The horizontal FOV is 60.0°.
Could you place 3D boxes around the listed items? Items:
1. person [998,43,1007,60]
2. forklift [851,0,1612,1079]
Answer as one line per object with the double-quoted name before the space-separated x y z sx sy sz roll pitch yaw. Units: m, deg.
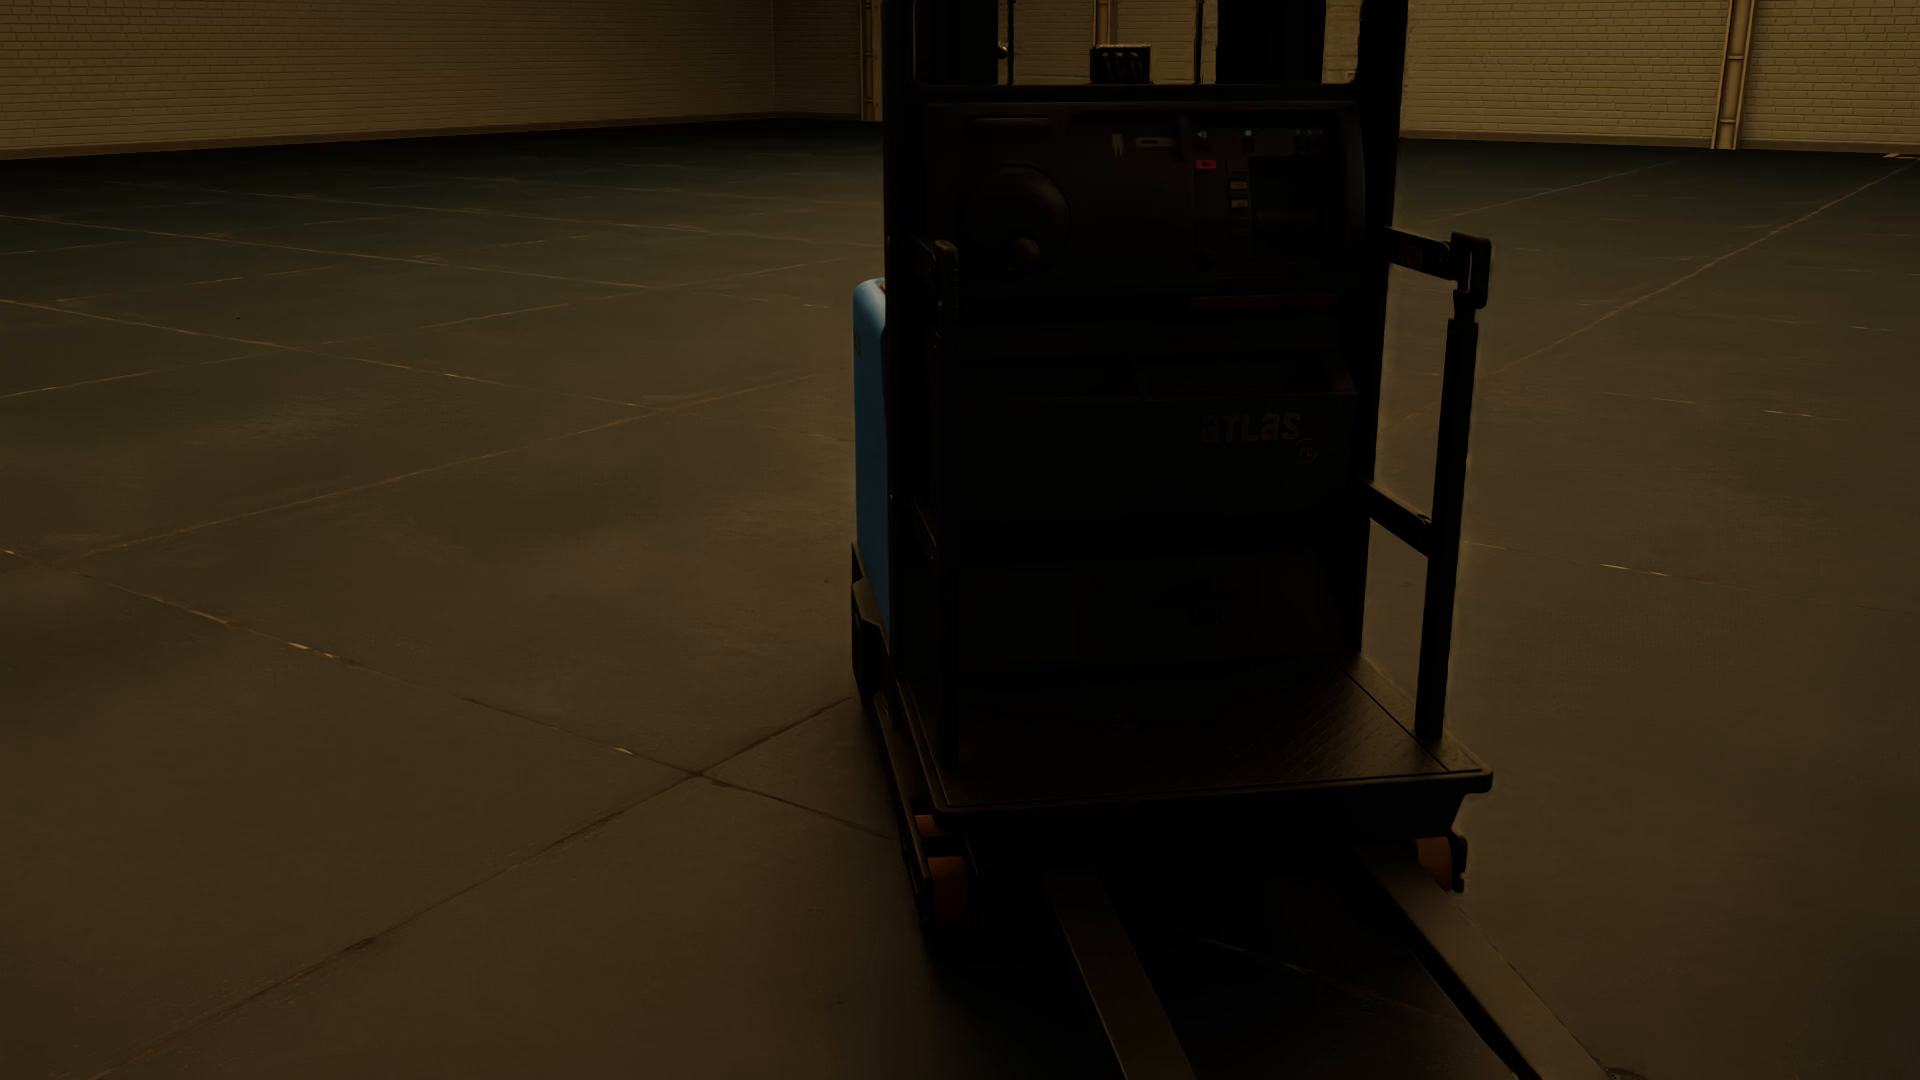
"person" -0.045 -0.860 5.729 0.428 1.781 0.748 -3 17 -10
"forklift" 0.422 -0.722 3.246 1.130 2.935 3.031 -3 17 -9
